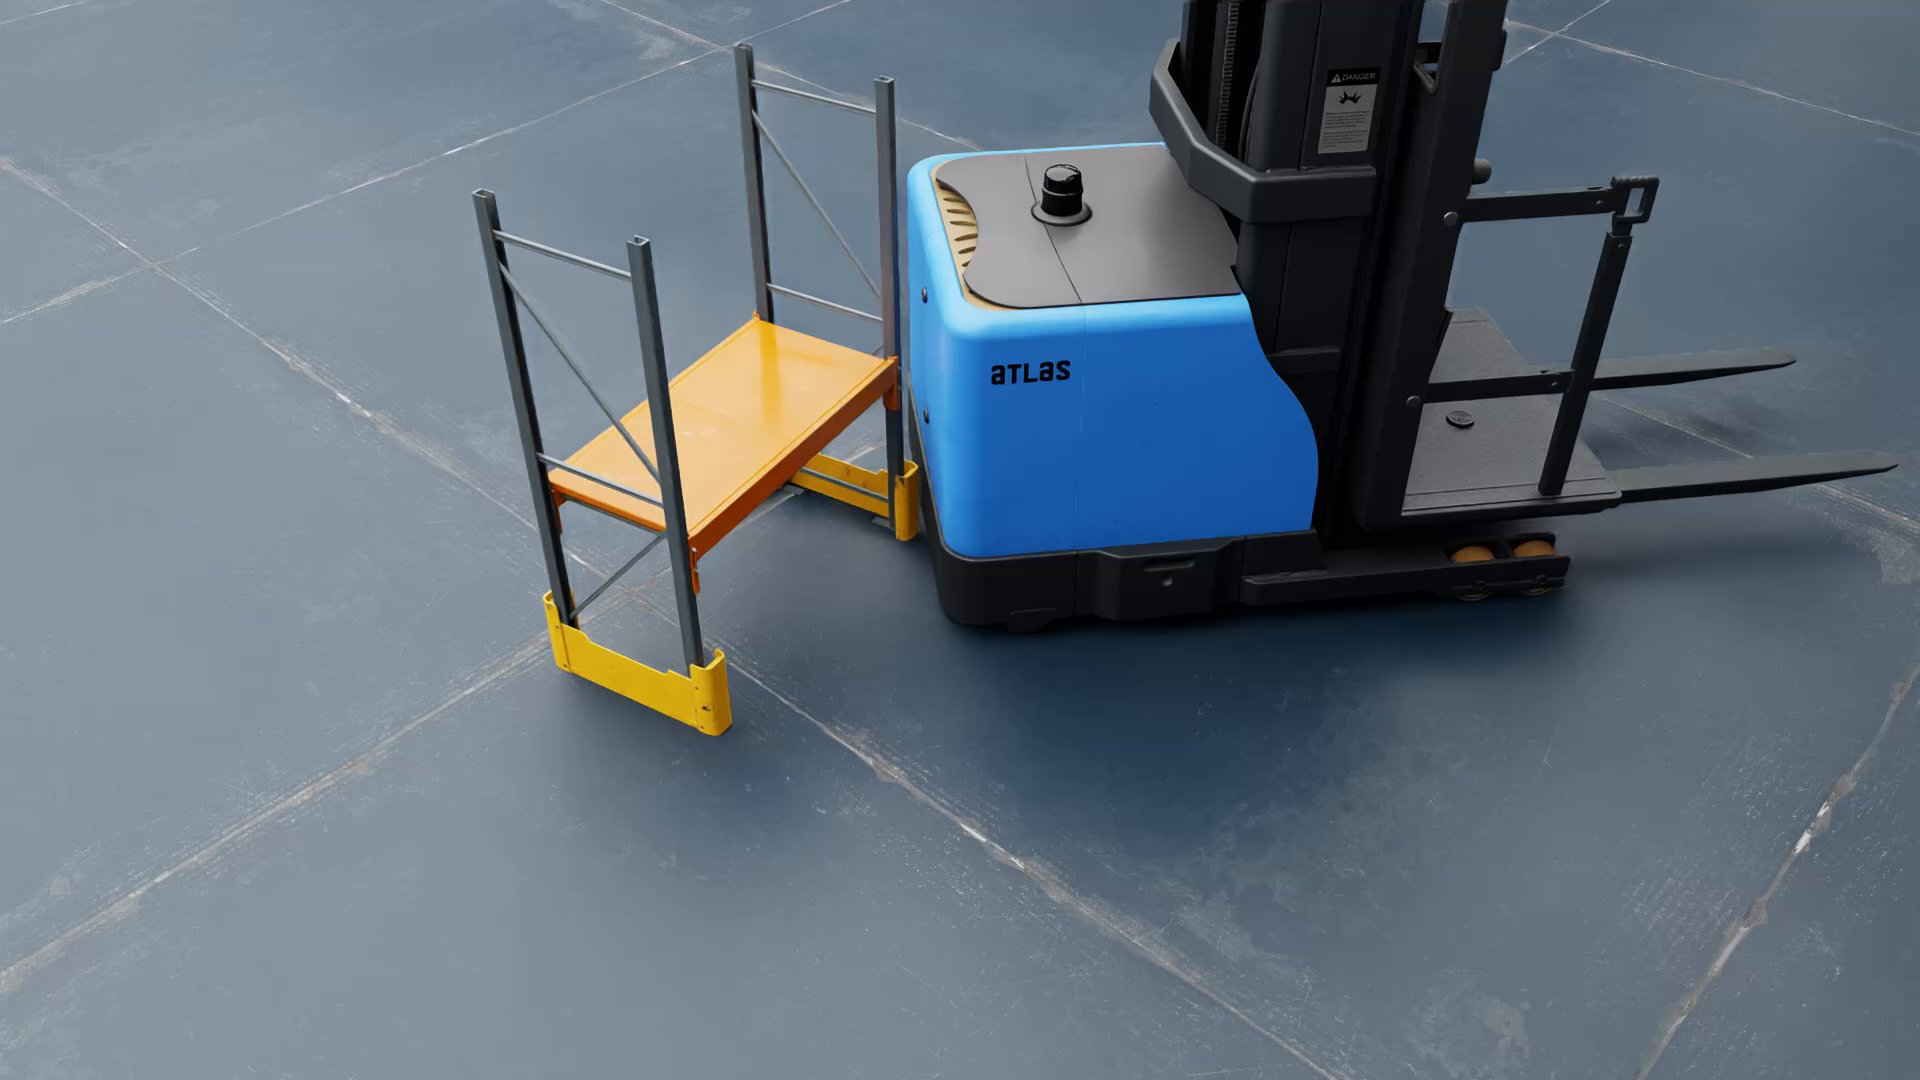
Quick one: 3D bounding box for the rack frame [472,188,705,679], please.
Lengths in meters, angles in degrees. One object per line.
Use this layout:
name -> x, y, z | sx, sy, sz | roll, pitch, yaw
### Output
rack frame -> -0.909, -0.146, 4.229 | 0.500, 1.500, 0.032 | 20, 43, 23

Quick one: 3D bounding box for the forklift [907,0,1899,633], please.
forklift -> 1.388, -1.286, 4.513 | 3.031, 2.935, 1.130 | -5, 39, -6

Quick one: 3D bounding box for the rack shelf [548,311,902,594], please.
rack shelf -> -0.652, -0.279, 4.685 | 0.538, 0.185, 1.000 | 20, 43, 23

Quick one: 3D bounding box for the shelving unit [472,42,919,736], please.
shelving unit -> -0.648, -0.424, 4.579 | 0.587, 1.500, 1.083 | 20, 43, 23

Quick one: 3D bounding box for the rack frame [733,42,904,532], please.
rack frame -> -0.396, -0.693, 4.916 | 0.500, 1.500, 0.032 | 20, 43, 23

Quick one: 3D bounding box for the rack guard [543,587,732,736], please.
rack guard -> -0.899, 0.332, 4.631 | 0.587, 0.250, 0.087 | 20, 43, 23

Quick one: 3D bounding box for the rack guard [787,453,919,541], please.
rack guard -> -0.396, -0.203, 5.304 | 0.587, 0.250, 0.087 | 20, 43, 23
